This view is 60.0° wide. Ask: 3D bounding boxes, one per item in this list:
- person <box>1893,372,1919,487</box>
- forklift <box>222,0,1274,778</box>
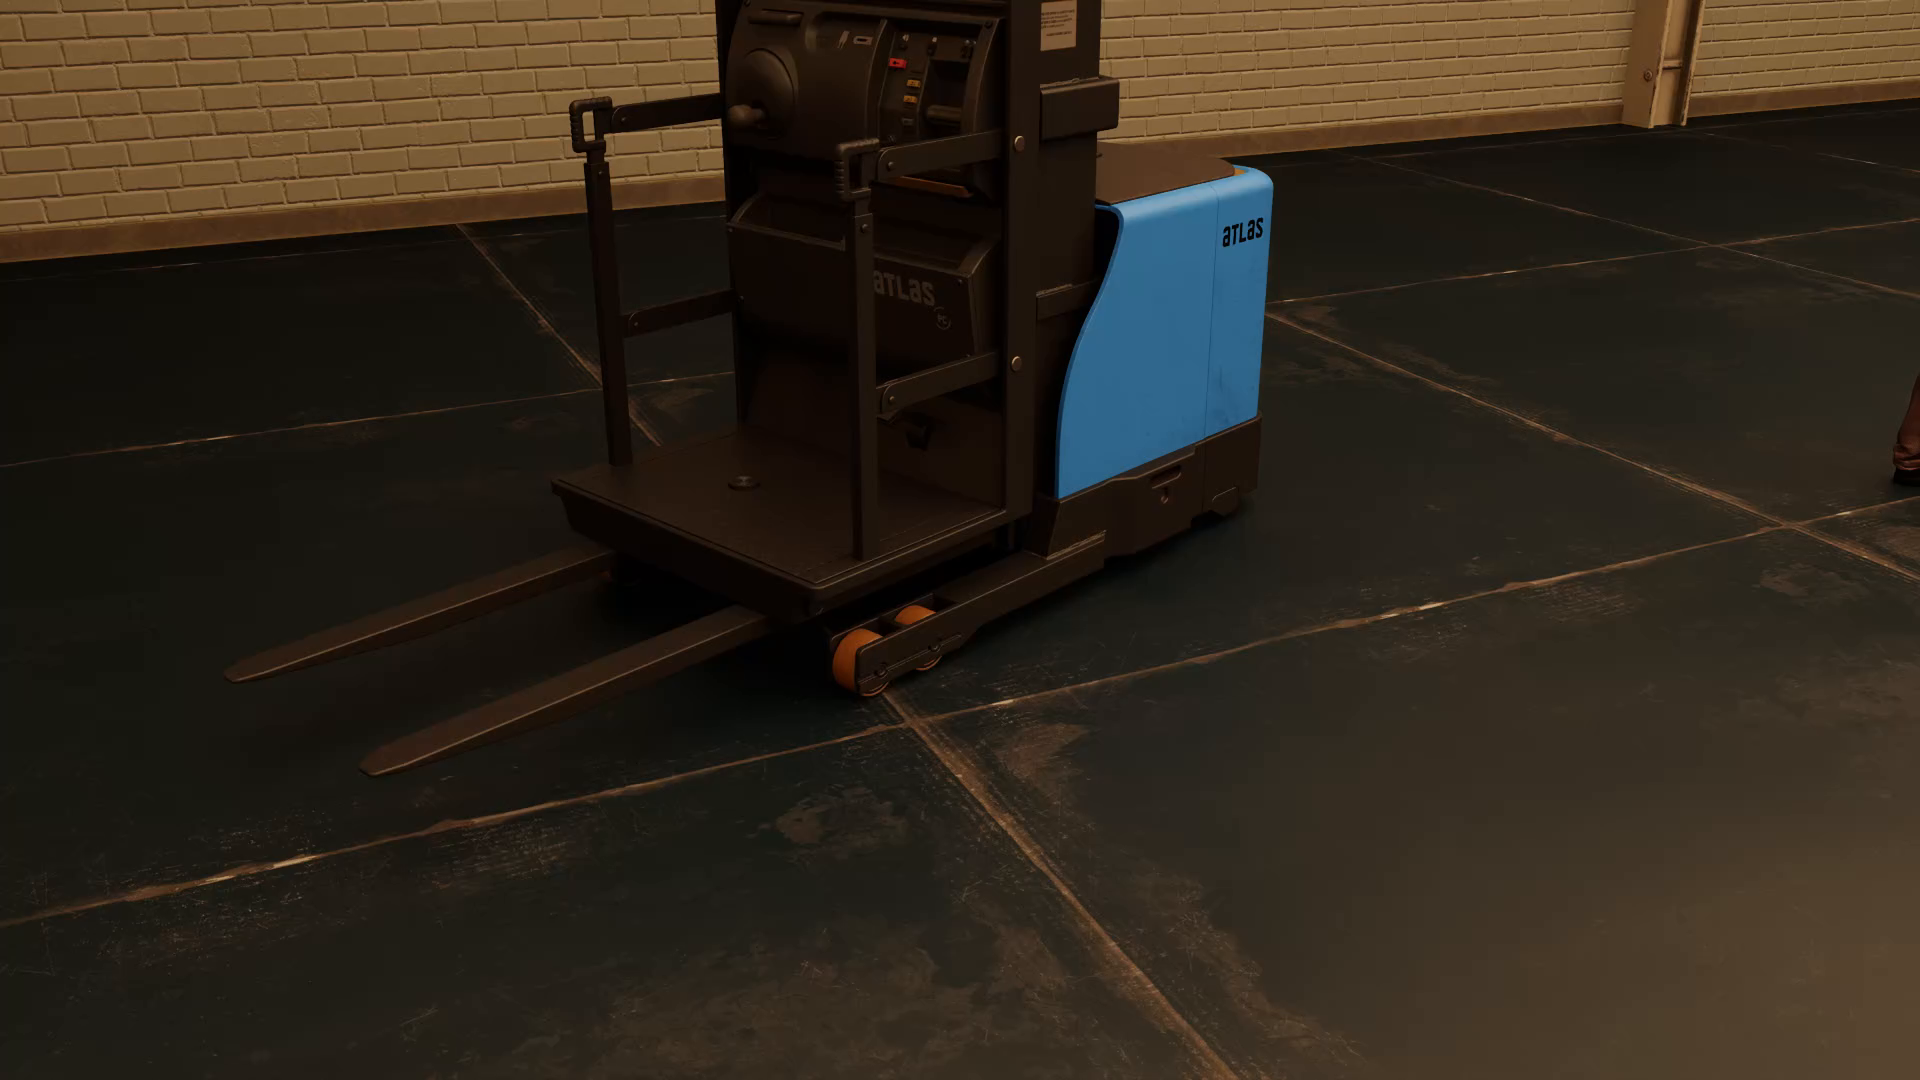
[{"bbox_3d":[3.233,-0.952,5.156,0.415,1.722,0.590,-3,23,-7],"label":"person"},{"bbox_3d":[-0.413,-1.182,4.131,1.130,2.935,3.031,19,29,39],"label":"forklift"}]
